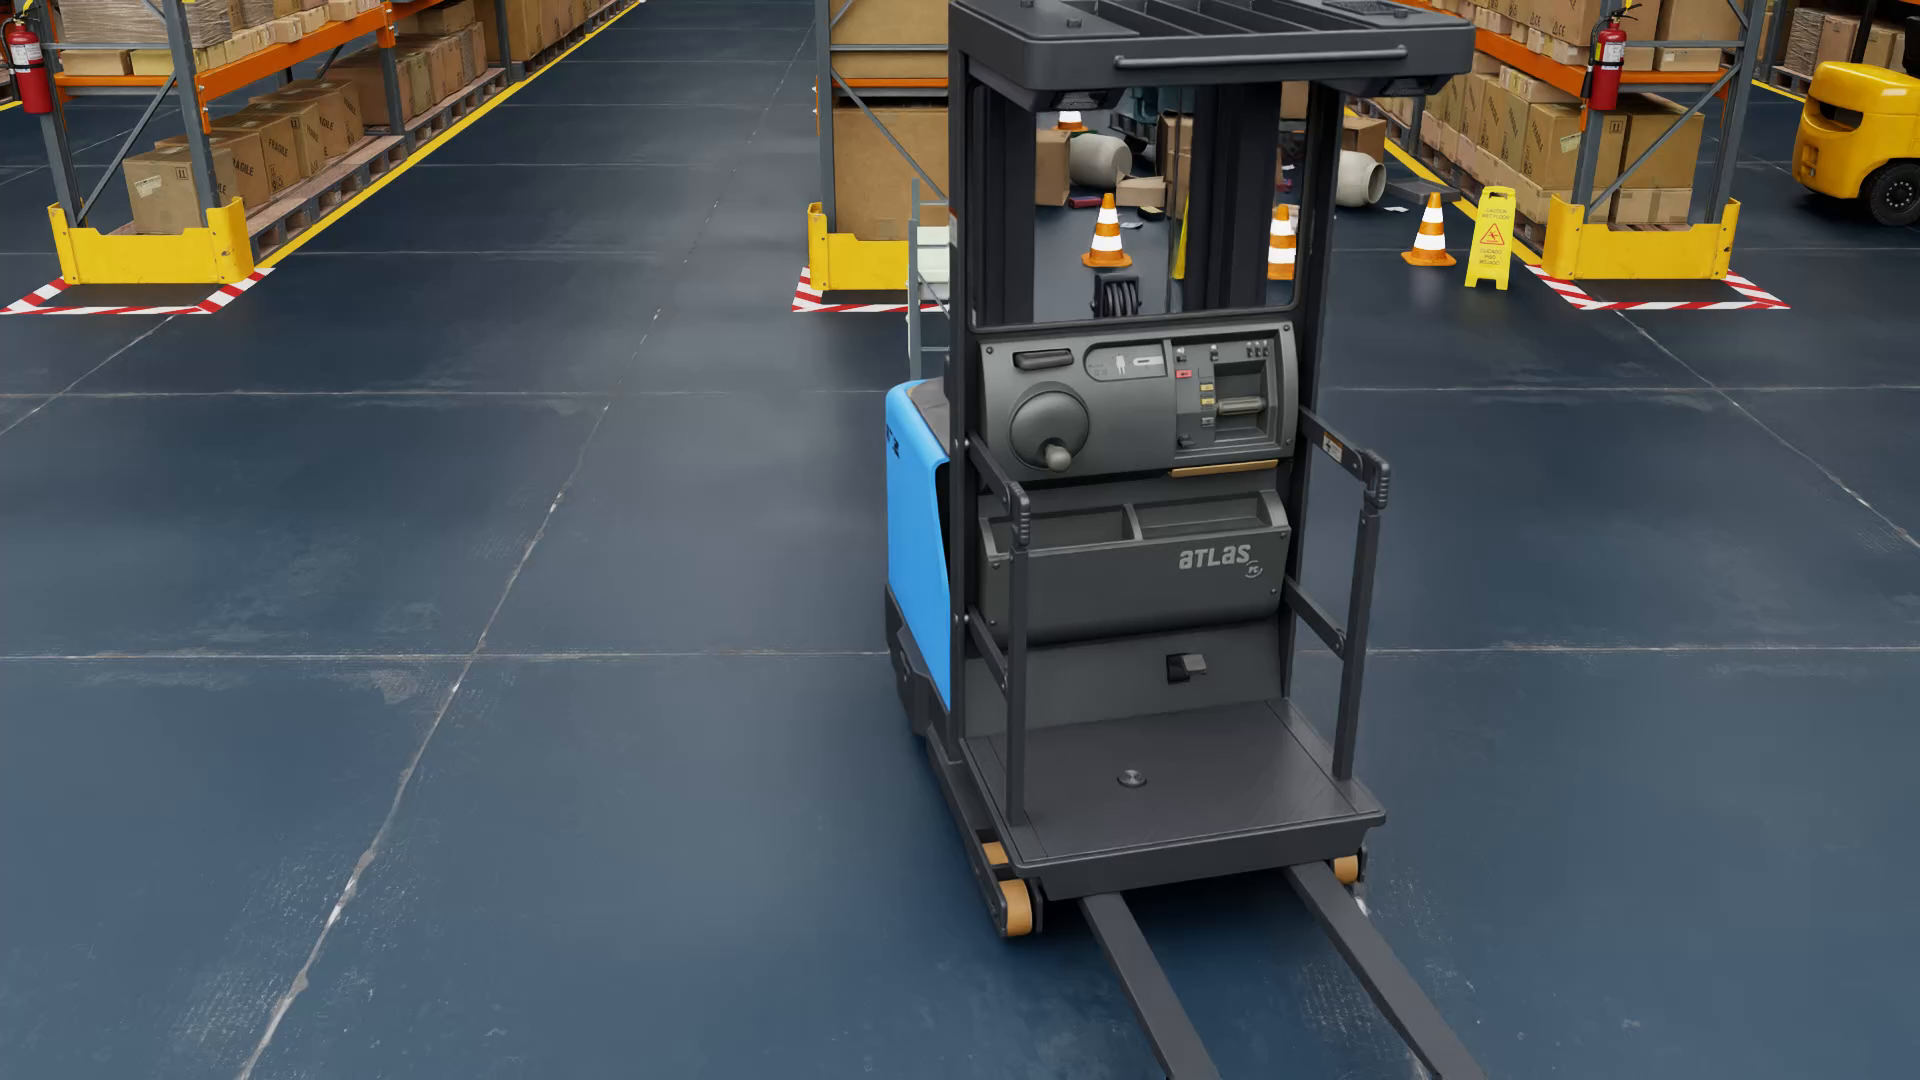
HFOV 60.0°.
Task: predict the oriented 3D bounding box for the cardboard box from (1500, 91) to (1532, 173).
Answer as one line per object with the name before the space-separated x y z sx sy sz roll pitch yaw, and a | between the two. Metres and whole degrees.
cardboard box | 4.273 -2.969 12.091 0.500 0.500 0.500 1 24 1

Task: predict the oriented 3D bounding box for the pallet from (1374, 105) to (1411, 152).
pallet | 4.498 -3.843 15.491 1.003 0.211 1.213 0 24 -1

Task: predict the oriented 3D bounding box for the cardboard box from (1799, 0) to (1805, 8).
cardboard box | 9.757 -6.139 18.919 0.380 0.149 0.250 0 24 1

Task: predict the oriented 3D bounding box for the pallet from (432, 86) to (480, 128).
pallet | -5.428 -4.302 16.507 1.003 0.211 1.213 0 24 -1

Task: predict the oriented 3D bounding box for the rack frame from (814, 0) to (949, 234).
rack frame | -0.397 -3.081 10.421 1.000 3.000 0.127 0 24 -1

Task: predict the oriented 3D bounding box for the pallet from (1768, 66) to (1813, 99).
pallet | 9.397 -4.855 17.728 1.003 0.211 1.213 0 24 -1

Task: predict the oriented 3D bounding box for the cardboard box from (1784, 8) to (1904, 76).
cardboard box | 9.420 -5.317 17.738 0.875 0.625 0.625 1 24 1

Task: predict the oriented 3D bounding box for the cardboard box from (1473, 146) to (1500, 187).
cardboard box | 4.264 -2.844 12.725 0.500 0.250 0.500 -1 24 -2

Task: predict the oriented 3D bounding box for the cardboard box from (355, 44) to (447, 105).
cardboard box | -5.380 -4.490 16.037 0.700 0.500 0.500 -2 24 -5

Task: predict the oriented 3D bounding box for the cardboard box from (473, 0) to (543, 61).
cardboard box | -5.432 -5.904 18.733 1.225 0.875 0.875 -1 24 -3

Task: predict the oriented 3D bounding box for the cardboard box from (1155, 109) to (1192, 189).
cardboard box | 1.982 -3.167 13.476 0.797 0.637 0.503 0 24 -1

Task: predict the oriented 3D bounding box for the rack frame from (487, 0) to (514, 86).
rack frame | -5.445 -6.396 17.753 1.000 3.000 0.127 0 24 -1

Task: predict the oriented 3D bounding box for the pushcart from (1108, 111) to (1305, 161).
pushcart | 2.228 -3.567 14.679 1.648 0.377 0.936 -9 26 -19

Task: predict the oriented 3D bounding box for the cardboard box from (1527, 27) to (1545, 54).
cardboard box | 4.205 -3.499 11.651 0.380 0.149 0.250 0 24 0

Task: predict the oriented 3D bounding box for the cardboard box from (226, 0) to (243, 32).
cardboard box | -5.462 -3.713 11.338 0.875 0.500 0.500 0 24 -1

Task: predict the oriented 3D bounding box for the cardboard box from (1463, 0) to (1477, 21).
cardboard box | 4.246 -4.232 13.271 0.380 0.149 0.250 0 24 1

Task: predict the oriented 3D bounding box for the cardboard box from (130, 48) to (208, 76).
cardboard box | -5.123 -3.104 10.778 0.380 0.149 0.250 0 24 -1

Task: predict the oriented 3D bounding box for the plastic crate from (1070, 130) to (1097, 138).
plastic crate | 0.871 -3.408 14.488 0.450 0.188 0.662 3 22 31

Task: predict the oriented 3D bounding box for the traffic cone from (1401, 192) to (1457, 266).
traffic cone | 3.257 -2.160 11.464 0.336 0.463 0.334 0 24 -1

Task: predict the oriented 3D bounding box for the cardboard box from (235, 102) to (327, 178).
cardboard box | -5.338 -3.144 13.085 0.500 0.500 0.500 -2 24 -5

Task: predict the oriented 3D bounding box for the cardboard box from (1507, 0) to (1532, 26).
cardboard box | 4.267 -3.960 11.884 0.500 0.500 0.500 0 24 -1

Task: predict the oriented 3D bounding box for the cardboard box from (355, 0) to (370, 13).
cardboard box | -5.112 -4.443 13.739 0.380 0.149 0.250 0 24 -1

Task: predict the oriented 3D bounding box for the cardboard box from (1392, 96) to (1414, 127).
cardboard box | 4.499 -4.003 15.140 0.950 0.372 0.625 0 24 0

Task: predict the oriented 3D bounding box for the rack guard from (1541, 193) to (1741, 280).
rack guard | 4.550 -2.037 11.147 1.175 0.500 0.348 0 24 -1

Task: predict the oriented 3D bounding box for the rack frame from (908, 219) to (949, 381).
rack frame | 0.004 -0.530 6.601 0.400 1.500 0.023 0 24 -1

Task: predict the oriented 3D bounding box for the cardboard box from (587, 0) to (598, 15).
cardboard box | -5.416 -7.540 22.350 0.875 0.875 0.875 0 24 -1

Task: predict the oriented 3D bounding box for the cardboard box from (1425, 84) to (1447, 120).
cardboard box | 4.244 -3.829 13.992 0.500 0.500 0.500 1 24 2

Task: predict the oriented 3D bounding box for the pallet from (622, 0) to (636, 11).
pallet | -5.446 -8.093 24.888 1.003 0.211 1.213 0 24 -1

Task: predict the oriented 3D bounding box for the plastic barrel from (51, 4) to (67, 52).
plastic barrel | -10.516 -5.866 19.089 0.421 0.512 0.421 0 24 0

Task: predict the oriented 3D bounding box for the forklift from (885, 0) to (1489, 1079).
forklift | 0.569 -0.376 4.524 1.130 2.935 3.031 -6 25 -12

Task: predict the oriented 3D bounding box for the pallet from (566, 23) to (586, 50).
pallet | -5.405 -6.456 21.269 1.003 0.211 1.213 0 24 -1

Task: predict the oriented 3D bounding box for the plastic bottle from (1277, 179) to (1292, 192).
plastic bottle | 2.646 -2.914 13.618 0.133 0.061 0.283 4 25 9

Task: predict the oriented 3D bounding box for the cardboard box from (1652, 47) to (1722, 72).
cardboard box | 4.755 -3.171 10.926 0.380 0.149 0.250 0 24 0

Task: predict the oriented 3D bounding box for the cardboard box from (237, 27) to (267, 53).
cardboard box | -5.113 -3.516 11.689 0.380 0.149 0.250 0 24 -1

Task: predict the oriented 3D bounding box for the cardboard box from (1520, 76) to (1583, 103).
cardboard box | 4.211 -3.200 11.815 0.380 0.149 0.250 0 24 1

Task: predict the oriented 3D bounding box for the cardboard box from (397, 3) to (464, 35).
cardboard box | -5.392 -5.305 16.929 0.500 0.250 0.500 2 24 5

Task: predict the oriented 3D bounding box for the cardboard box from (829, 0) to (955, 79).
cardboard box | -0.447 -3.302 10.728 0.875 0.550 0.550 0 24 -1

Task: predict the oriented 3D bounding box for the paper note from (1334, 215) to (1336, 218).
paper note | 2.853 -2.475 12.711 0.032 0.001 0.123 0 24 -1

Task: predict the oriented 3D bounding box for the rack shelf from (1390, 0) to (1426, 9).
rack shelf | 4.486 -5.289 16.177 1.077 0.370 4.000 0 24 -1

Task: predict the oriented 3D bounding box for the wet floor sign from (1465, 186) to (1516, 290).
wet floor sign | 3.483 -1.989 10.864 0.267 0.644 0.232 8 26 18

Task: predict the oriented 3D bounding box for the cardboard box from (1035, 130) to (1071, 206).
cardboard box | 0.602 -2.956 13.176 0.500 0.500 0.500 4 25 9

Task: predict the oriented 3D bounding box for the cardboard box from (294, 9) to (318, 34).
cardboard box | -5.104 -3.928 12.600 0.380 0.149 0.250 0 24 -1

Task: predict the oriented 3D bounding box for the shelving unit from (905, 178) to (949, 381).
shelving unit | 0.000 -0.681 6.935 0.431 1.500 0.755 0 24 -1

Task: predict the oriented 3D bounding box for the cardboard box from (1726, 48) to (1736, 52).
cardboard box | 9.213 -5.897 19.172 0.500 0.500 0.500 -1 24 -1

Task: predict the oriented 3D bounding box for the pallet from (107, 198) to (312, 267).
pallet | -5.333 -2.196 11.848 1.003 0.211 1.213 0 24 -1
